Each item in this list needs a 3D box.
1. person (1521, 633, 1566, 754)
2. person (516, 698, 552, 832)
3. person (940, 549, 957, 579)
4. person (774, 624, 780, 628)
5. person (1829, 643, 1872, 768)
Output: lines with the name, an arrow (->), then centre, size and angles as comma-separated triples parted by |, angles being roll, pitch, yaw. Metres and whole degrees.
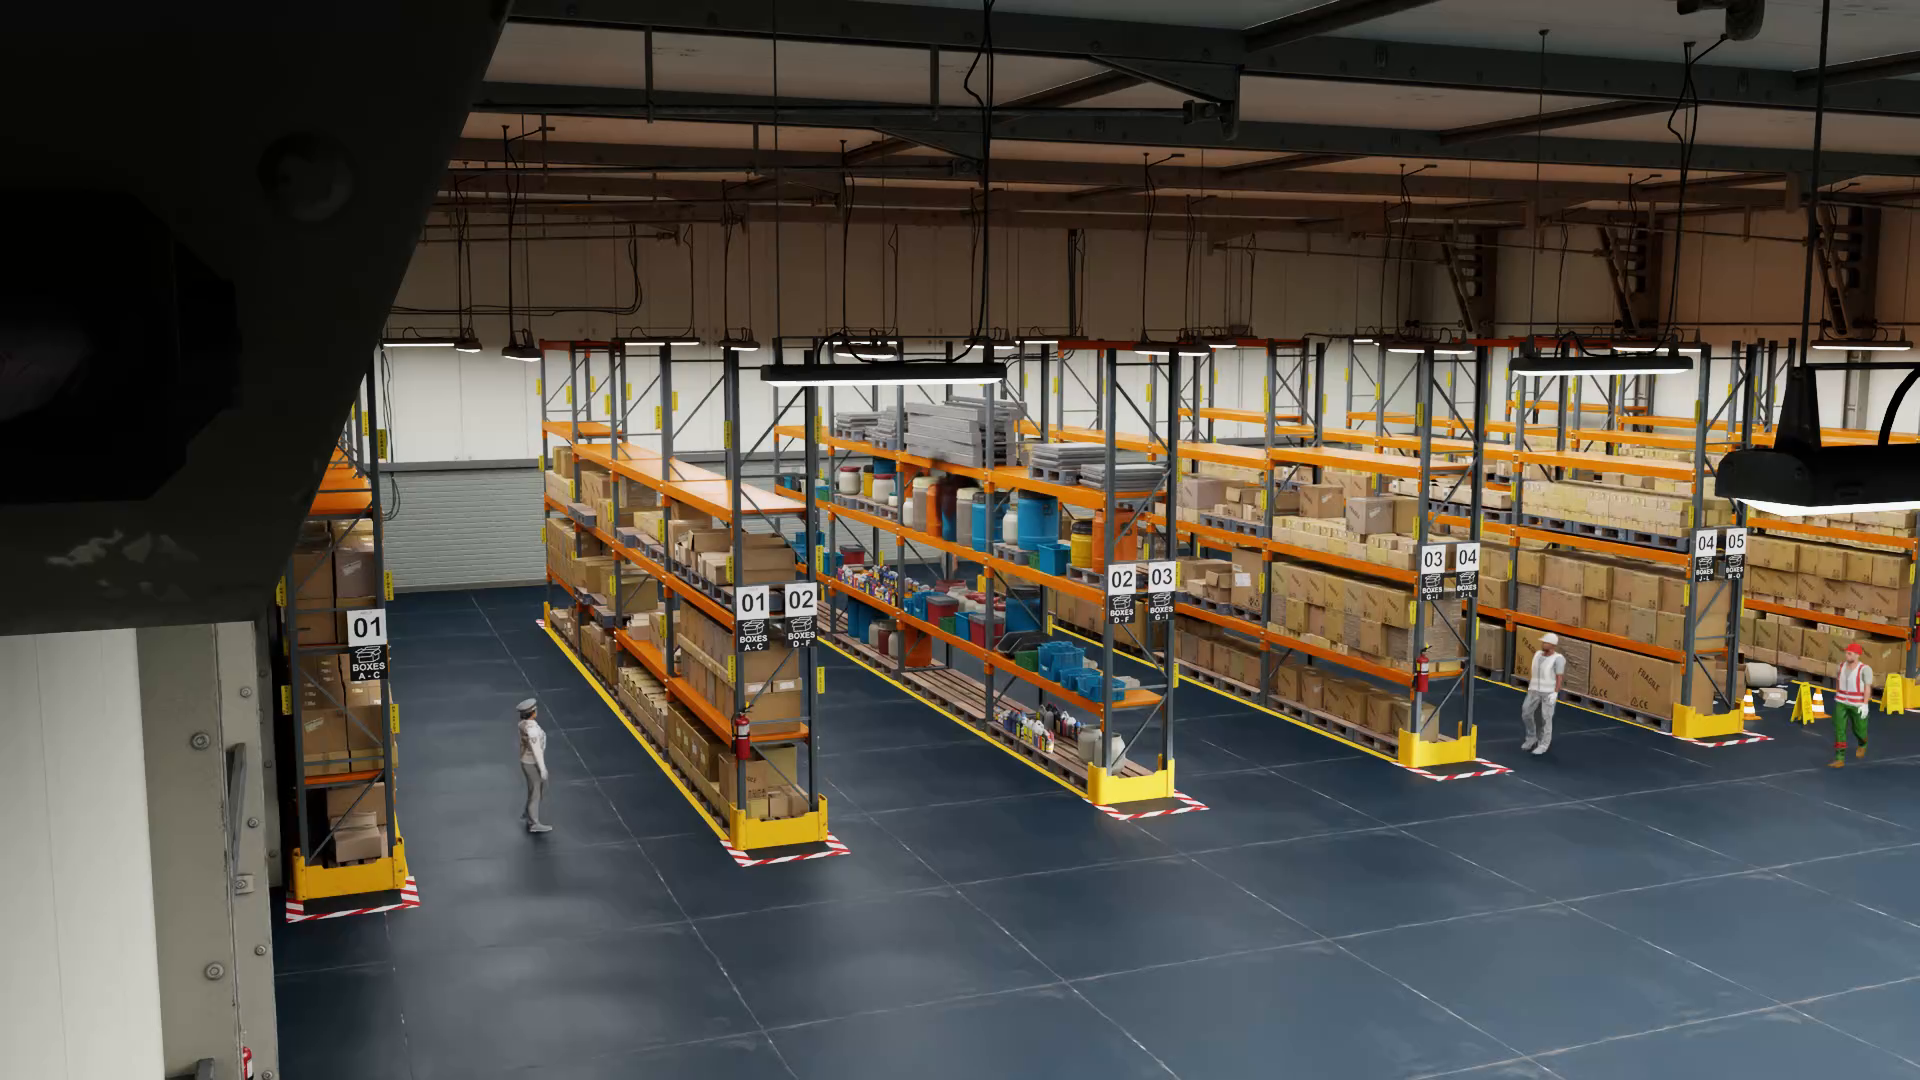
person -> 8.620, 2.264, 24.599 | 0.572, 1.790, 0.535 | 7, 10, 42
person -> -5.326, 2.814, 20.795 | 0.392, 1.700, 0.528 | -2, 8, -13
person -> -0.265, 0.573, 37.903 | 0.345, 1.682, 0.518 | -6, 9, -37
person -> -3.030, 1.876, 27.140 | 0.472, 1.799, 0.583 | -4, 9, -29
person -> 12.772, 2.354, 23.826 | 0.507, 1.783, 0.771 | 6, 10, 41
